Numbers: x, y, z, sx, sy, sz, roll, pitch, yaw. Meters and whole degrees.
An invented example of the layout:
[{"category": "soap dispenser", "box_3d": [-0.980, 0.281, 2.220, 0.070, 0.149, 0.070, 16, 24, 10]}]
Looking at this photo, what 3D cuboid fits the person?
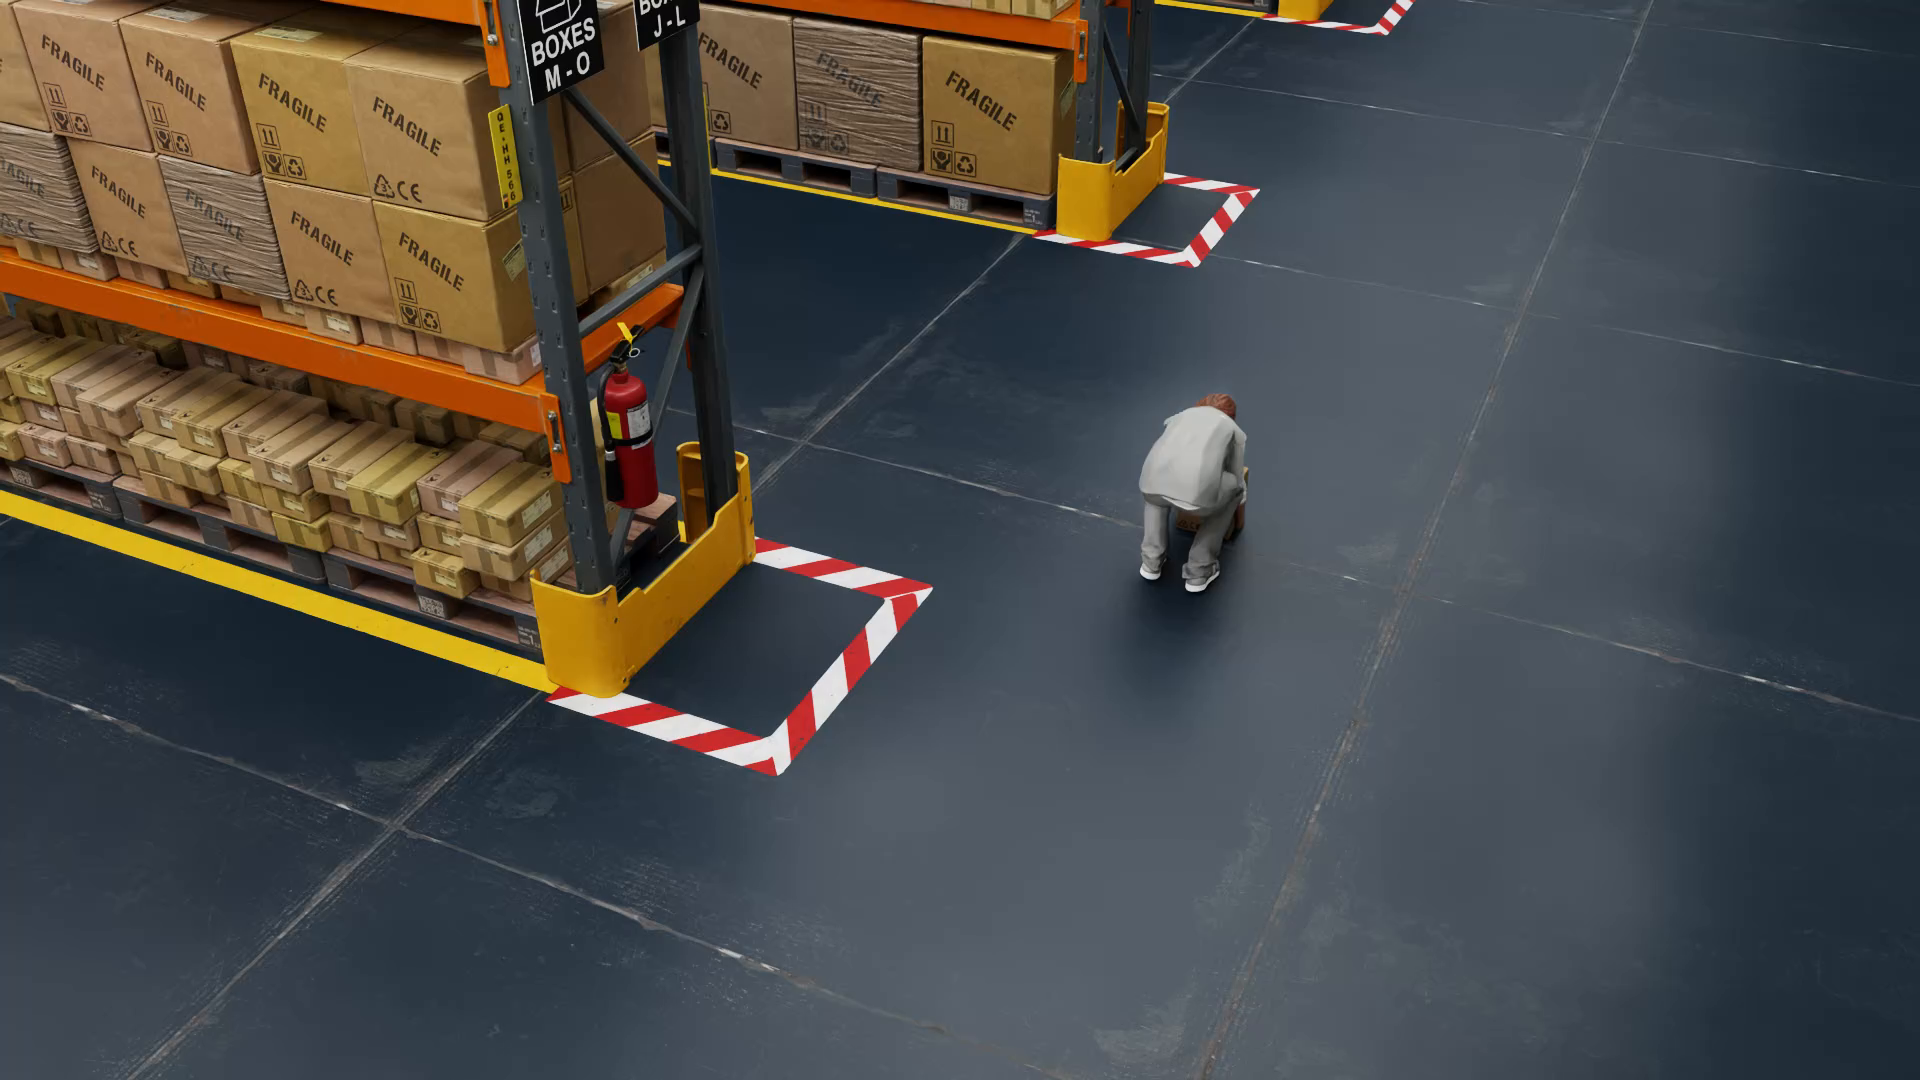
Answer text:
[{"category": "person", "box_3d": [1.019, -0.256, 7.241, 0.431, 0.815, 0.859, 13, 36, 18]}]
